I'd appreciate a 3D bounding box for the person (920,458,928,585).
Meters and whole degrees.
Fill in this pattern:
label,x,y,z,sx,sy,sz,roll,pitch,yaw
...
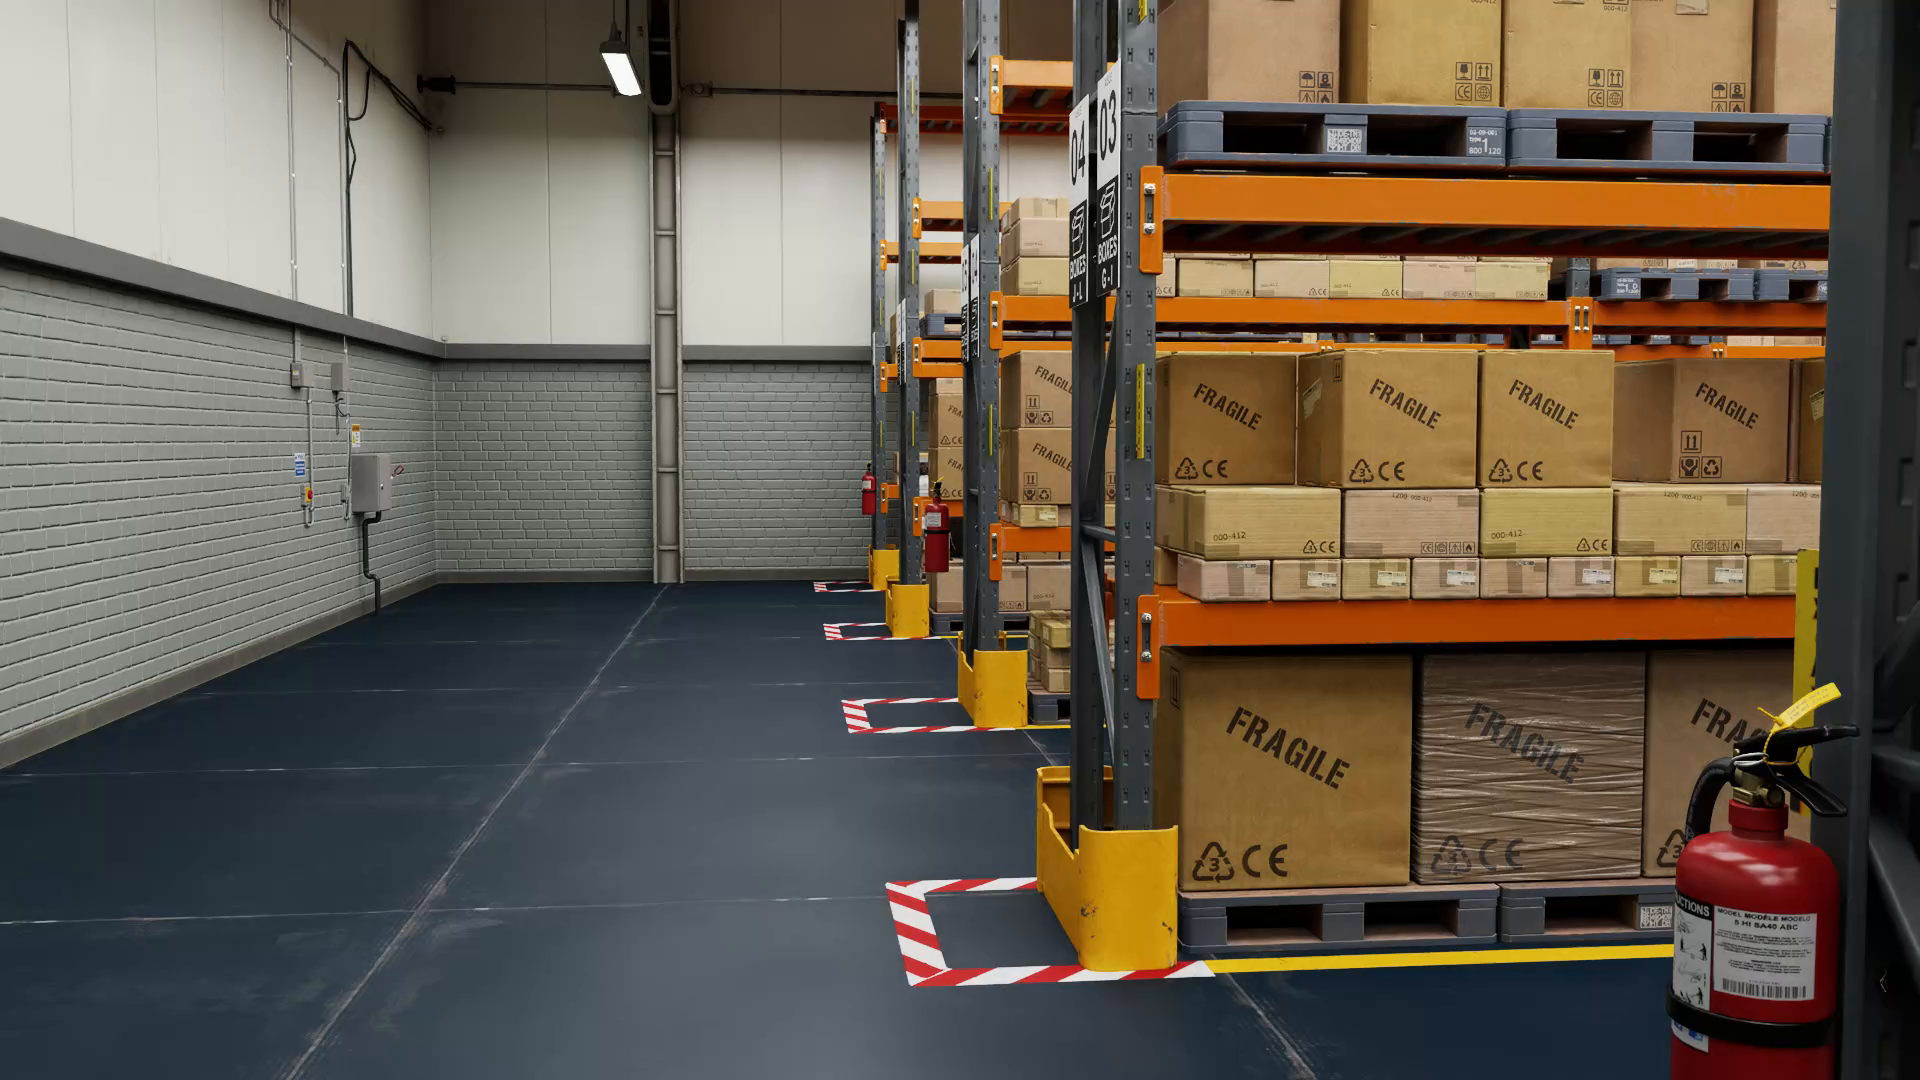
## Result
label,x,y,z,sx,sy,sz,roll,pitch,yaw
person,-0.396,-0.105,18.950,0.528,1.664,0.372,0,4,-6
